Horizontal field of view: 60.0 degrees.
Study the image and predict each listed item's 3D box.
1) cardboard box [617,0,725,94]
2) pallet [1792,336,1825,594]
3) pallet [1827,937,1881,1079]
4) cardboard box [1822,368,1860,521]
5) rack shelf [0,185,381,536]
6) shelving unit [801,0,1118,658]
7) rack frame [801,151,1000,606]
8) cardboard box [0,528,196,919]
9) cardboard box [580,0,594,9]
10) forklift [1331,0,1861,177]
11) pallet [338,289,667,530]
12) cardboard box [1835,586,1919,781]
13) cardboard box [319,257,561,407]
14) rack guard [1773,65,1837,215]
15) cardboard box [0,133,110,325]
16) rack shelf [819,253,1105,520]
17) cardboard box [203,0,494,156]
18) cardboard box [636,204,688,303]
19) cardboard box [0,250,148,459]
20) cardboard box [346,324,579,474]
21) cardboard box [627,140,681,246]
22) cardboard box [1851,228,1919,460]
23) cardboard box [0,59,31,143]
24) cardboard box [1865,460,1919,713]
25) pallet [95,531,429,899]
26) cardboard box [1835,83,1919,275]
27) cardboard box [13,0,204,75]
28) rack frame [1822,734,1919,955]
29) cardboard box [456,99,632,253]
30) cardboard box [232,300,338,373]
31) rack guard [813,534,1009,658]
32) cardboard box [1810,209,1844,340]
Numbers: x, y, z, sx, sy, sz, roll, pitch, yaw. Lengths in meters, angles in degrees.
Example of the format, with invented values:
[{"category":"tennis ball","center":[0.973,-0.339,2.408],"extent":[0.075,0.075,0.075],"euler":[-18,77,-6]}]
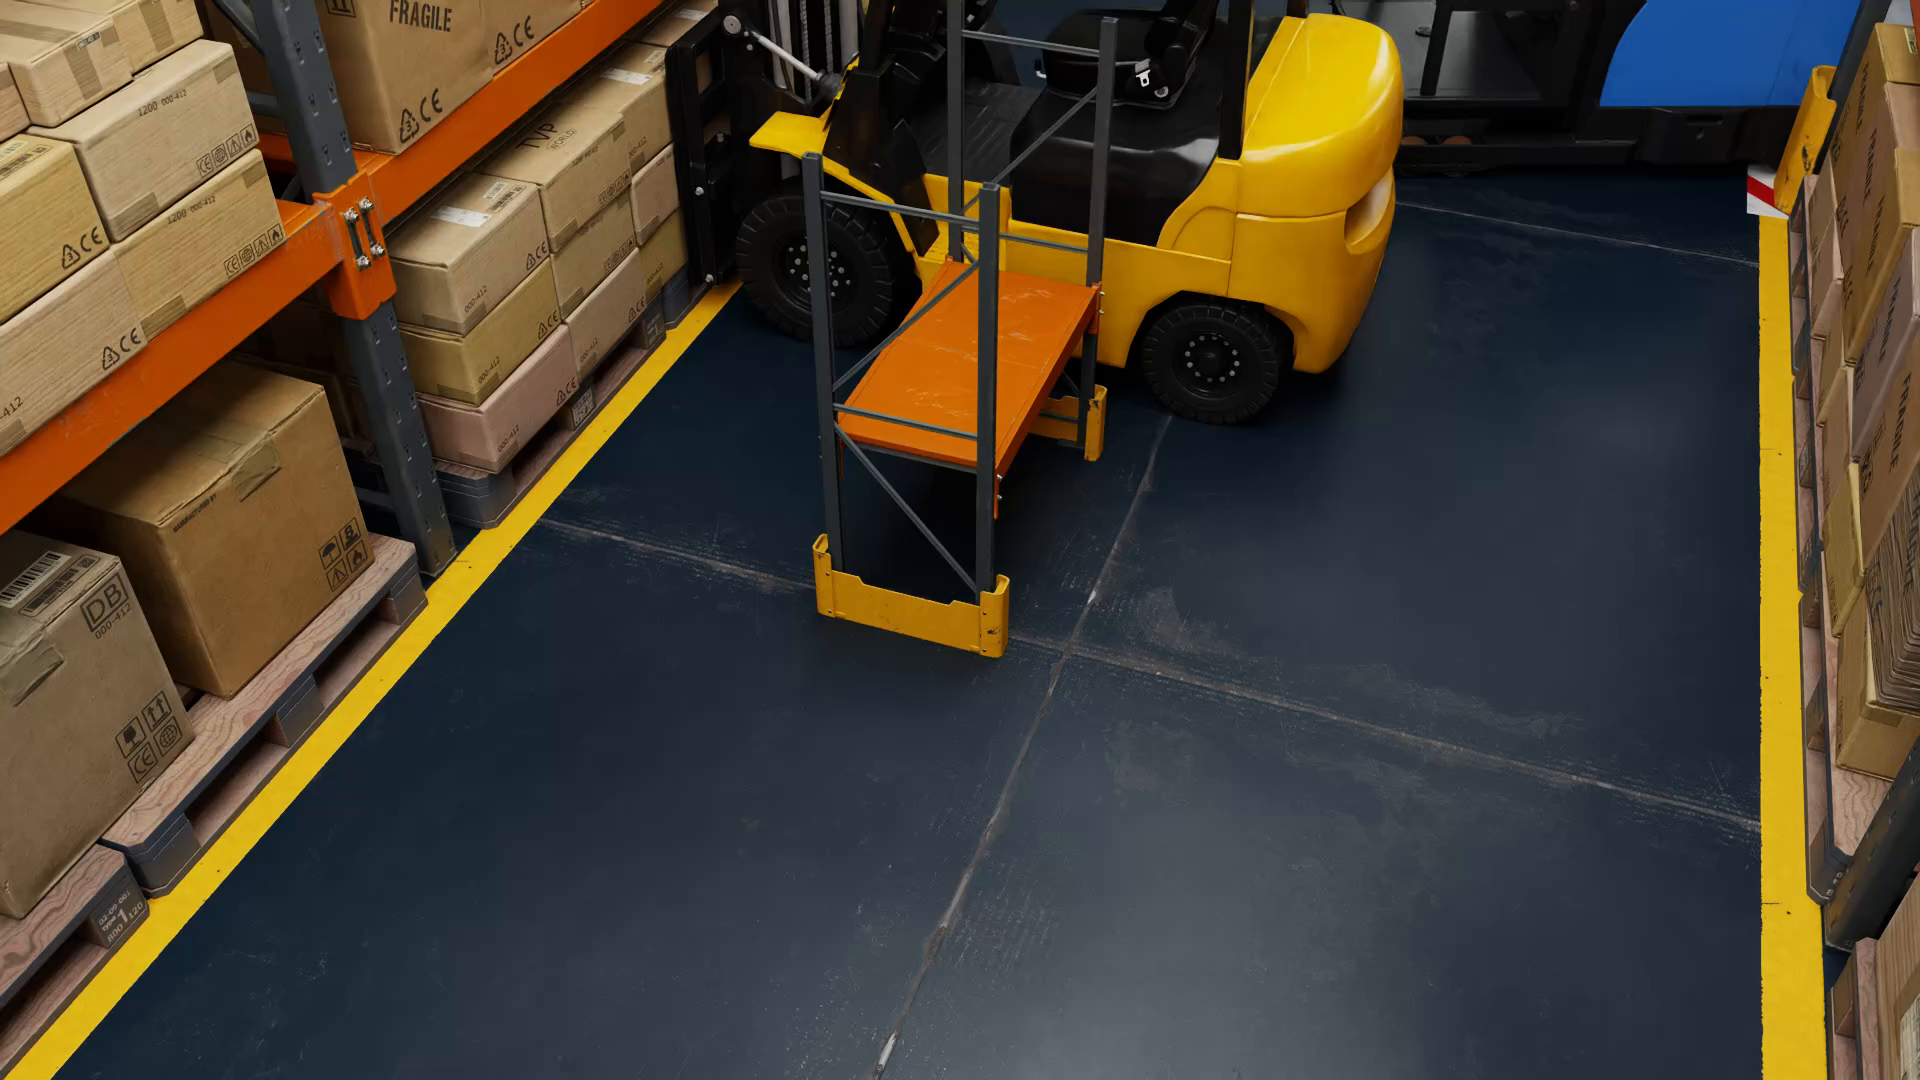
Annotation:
[{"category":"cardboard box","center":[-1.066,-1.820,6.097],"extent":[0.500,0.250,0.500],"euler":[12,42,14]},{"category":"pallet","center":[3.221,-0.170,5.287],"extent":[1.003,0.211,1.213],"euler":[13,42,15]},{"category":"pallet","center":[2.345,1.469,3.366],"extent":[1.003,0.211,1.213],"euler":[13,42,15]},{"category":"cardboard box","center":[2.910,-0.237,5.012],"extent":[0.500,0.250,0.500],"euler":[14,42,16]},{"category":"rack shelf","center":[-2.740,0.327,3.110],"extent":[1.077,0.370,4.000],"euler":[13,42,15]},{"category":"shelving unit","center":[0.026,-0.617,4.818],"extent":[0.587,1.500,1.083],"euler":[13,42,15]},{"category":"rack frame","center":[-0.145,-0.313,4.461],"extent":[0.500,1.500,0.032],"euler":[13,42,15]},{"category":"cardboard box","center":[-2.497,0.369,4.012],"extent":[0.875,0.625,0.625],"euler":[13,42,15]},{"category":"cardboard box","center":[-1.325,-2.048,5.262],"extent":[0.500,0.500,0.500],"euler":[13,42,15]},{"category":"forklift","center":[2.185,-2.999,6.507],"extent":[3.031,2.935,1.130],"euler":[0,40,0]},{"category":"pallet","center":[-1.745,-0.582,5.769],"extent":[1.003,0.211,1.213],"euler":[13,42,15]},{"category":"cardboard box","center":[2.559,0.399,4.266],"extent":[0.500,0.250,0.500],"euler":[15,43,17]},{"category":"cardboard box","center":[-1.601,-0.697,5.166],"extent":[0.500,0.250,0.500],"euler":[13,42,15]},{"category":"rack guard","center":[3.951,-1.510,6.634],"extent":[1.175,0.500,0.348],"euler":[13,42,15]},{"category":"cardboard box","center":[-2.153,-0.628,3.405],"extent":[0.500,0.250,0.500],"euler":[12,42,14]},{"category":"rack shelf","center":[0.029,-0.486,4.941],"extent":[0.538,0.185,1.000],"euler":[13,42,15]},{"category":"cardboard box","center":[-1.659,-1.417,4.523],"extent":[0.500,0.500,0.500],"euler":[12,42,14]},{"category":"cardboard box","center":[-1.260,-1.132,6.060],"extent":[0.500,0.250,0.500],"euler":[14,42,16]},{"category":"cardboard box","center":[-2.150,-0.436,3.566],"extent":[0.500,0.250,0.500],"euler":[13,42,15]},{"category":"cardboard box","center":[-1.580,-0.502,5.322],"extent":[0.500,0.250,0.500],"euler":[14,42,16]},{"category":"cardboard box","center":[-1.248,-1.309,5.883],"extent":[0.500,0.250,0.500],"euler":[13,42,15]},{"category":"cardboard box","center":[2.905,-0.509,4.752],"extent":[0.500,0.500,0.500],"euler":[15,43,17]},{"category":"cardboard box","center":[-2.169,-0.895,3.411],"extent":[0.380,0.149,0.250],"euler":[13,42,15]},{"category":"cardboard box","center":[2.560,0.113,4.023],"extent":[0.500,0.500,0.500],"euler":[13,42,14]},{"category":"pallet","center":[-2.272,0.352,4.674],"extent":[1.003,0.211,1.213],"euler":[13,42,15]},{"category":"cardboard box","center":[3.259,-1.141,5.493],"extent":[0.500,0.500,0.500],"euler":[12,42,13]},{"category":"cardboard box","center":[-1.964,-1.194,3.761],"extent":[0.380,0.149,0.250],"euler":[15,43,17]},{"category":"rack frame","center":[2.609,-0.067,3.018],"extent":[1.000,3.000,0.127],"euler":[13,42,15]},{"category":"cardboard box","center":[-1.412,-1.196,5.365],"extent":[0.500,0.250,0.500],"euler":[13,42,15]},{"category":"cardboard box","center":[-2.082,-0.813,5.301],"extent":[0.500,0.250,0.500],"euler":[12,42,14]},{"category":"rack guard","center":[-0.144,0.162,4.867],"extent":[0.587,0.250,0.087],"euler":[13,42,15]},{"category":"cardboard box","center":[3.260,-0.880,5.766],"extent":[0.500,0.250,0.500],"euler":[15,43,17]}]
